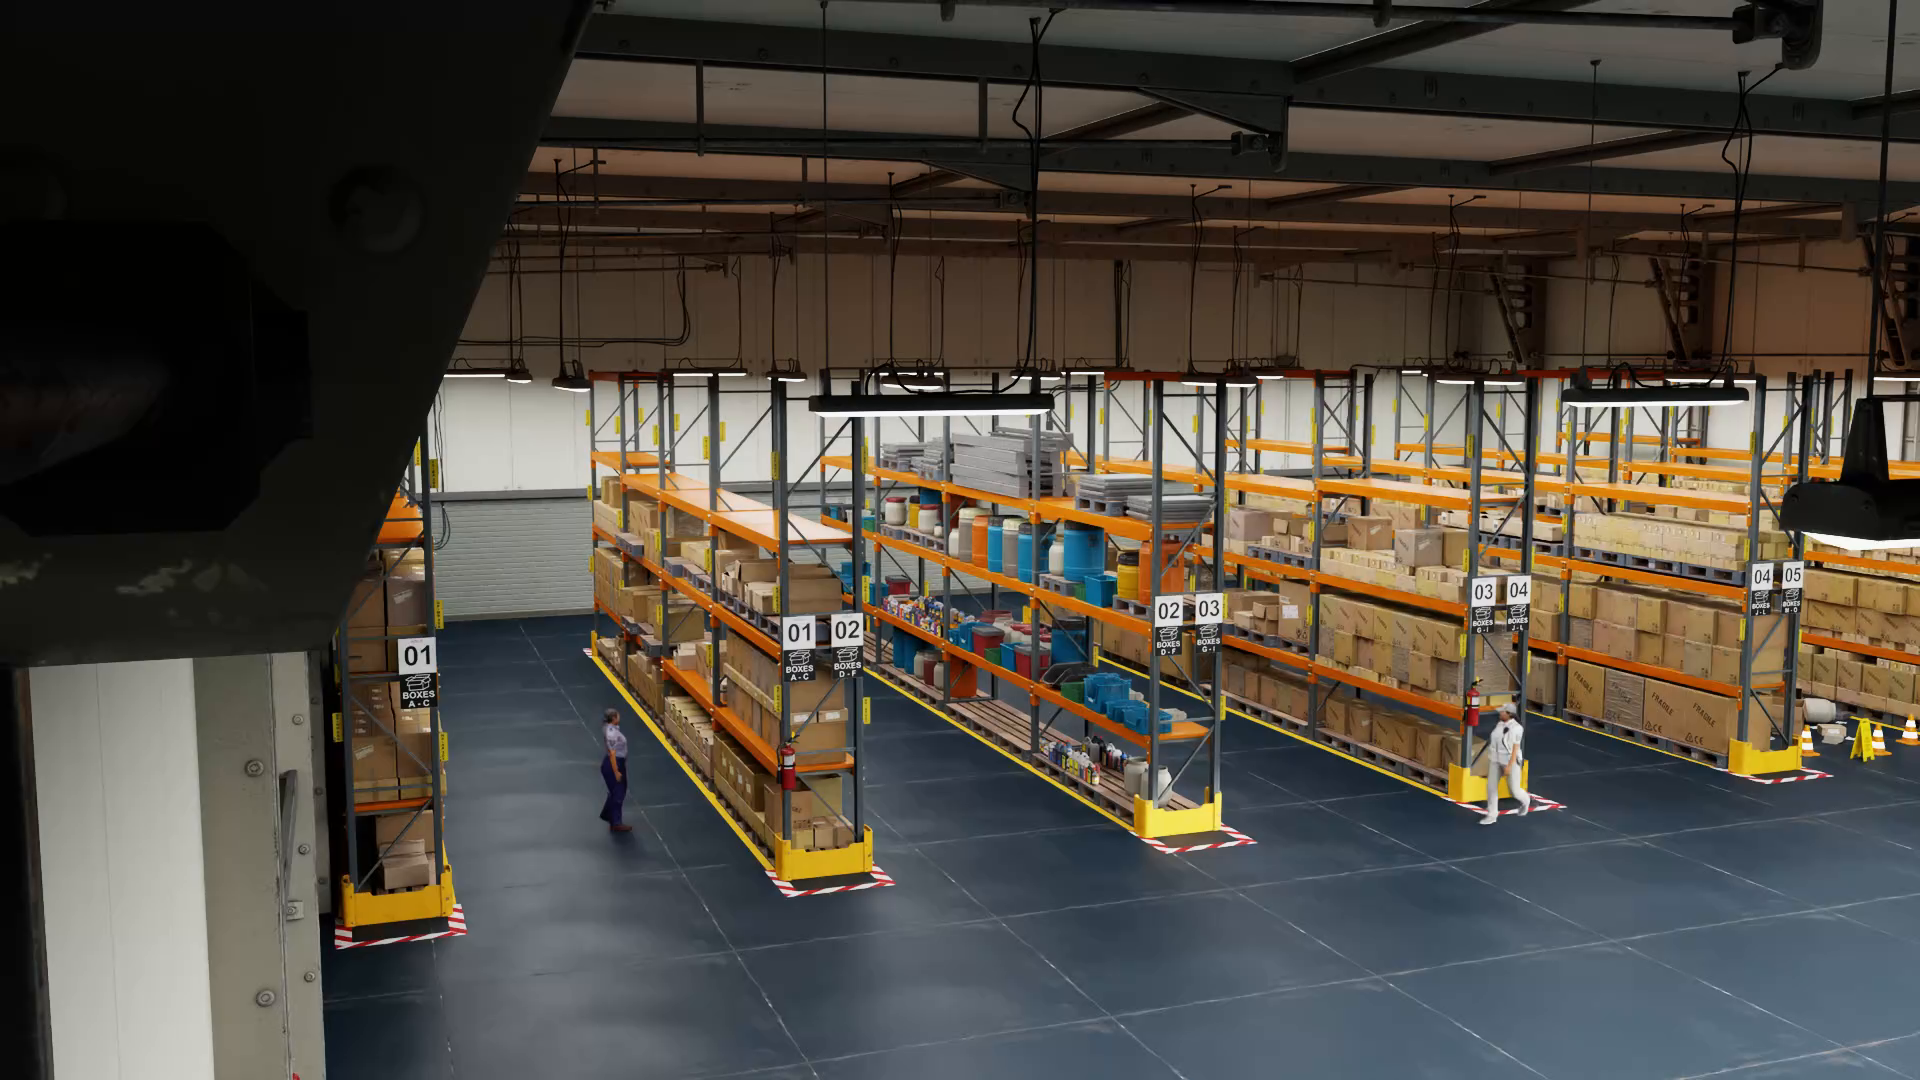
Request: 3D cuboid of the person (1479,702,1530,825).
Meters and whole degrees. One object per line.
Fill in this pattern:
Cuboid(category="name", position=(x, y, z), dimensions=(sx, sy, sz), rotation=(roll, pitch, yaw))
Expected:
Cuboid(category="person", position=(7.377, 3.004, 22.486), dimensions=(0.461, 1.641, 0.769), rotation=(6, 9, 42))

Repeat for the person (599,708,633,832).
Cuboid(category="person", position=(-4.612, 3.057, 22.228), dimensions=(0.455, 1.676, 0.552), rotation=(-1, 6, -6))

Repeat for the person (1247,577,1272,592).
Cuboid(category="person", position=(7.800, 0.602, 43.570), dimensions=(0.648, 1.741, 0.992), rotation=(5, 8, 40))
